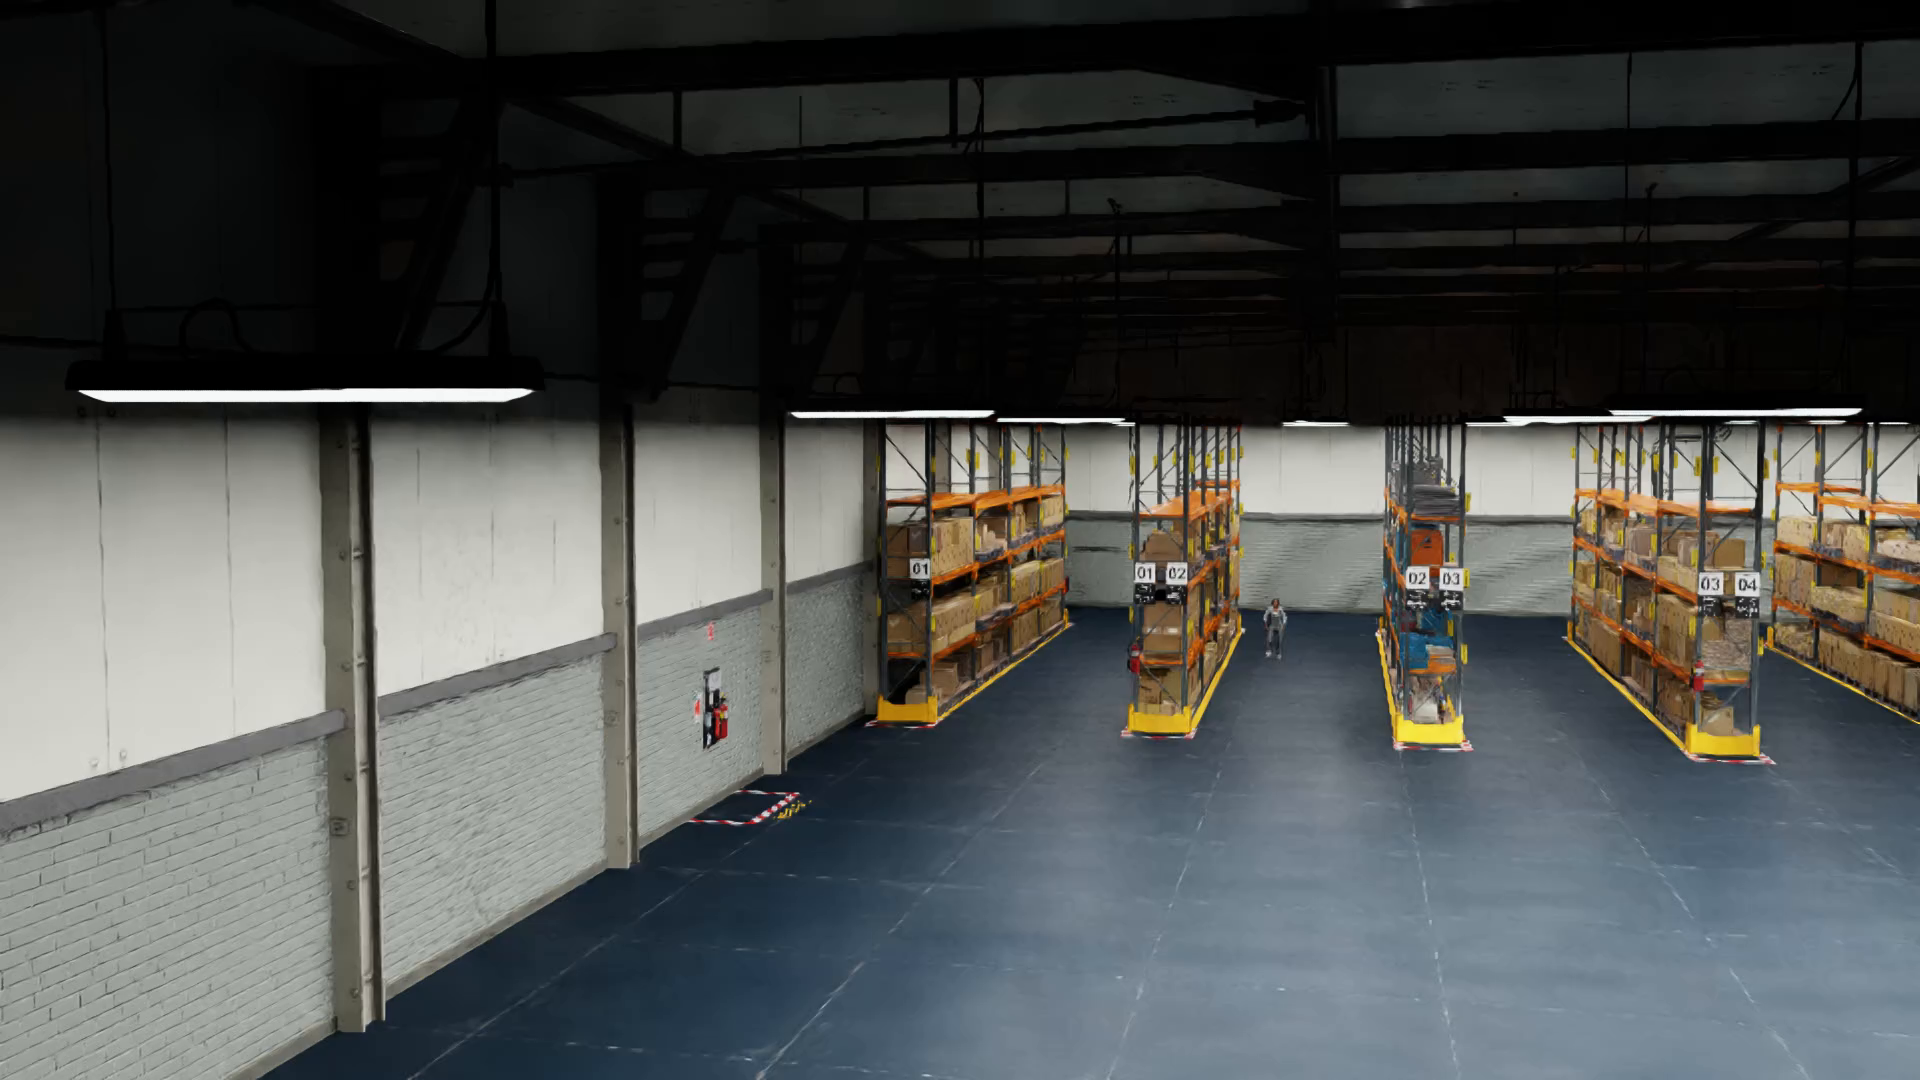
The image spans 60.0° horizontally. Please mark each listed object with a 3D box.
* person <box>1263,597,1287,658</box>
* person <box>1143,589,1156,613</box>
[{"bbox_3d":[7.803,2.173,41.198,0.566,1.541,0.519,1,4,10],"label":"person"},{"bbox_3d":[5.869,1.467,50.718,0.527,1.665,0.535,-2,4,-23],"label":"person"}]
